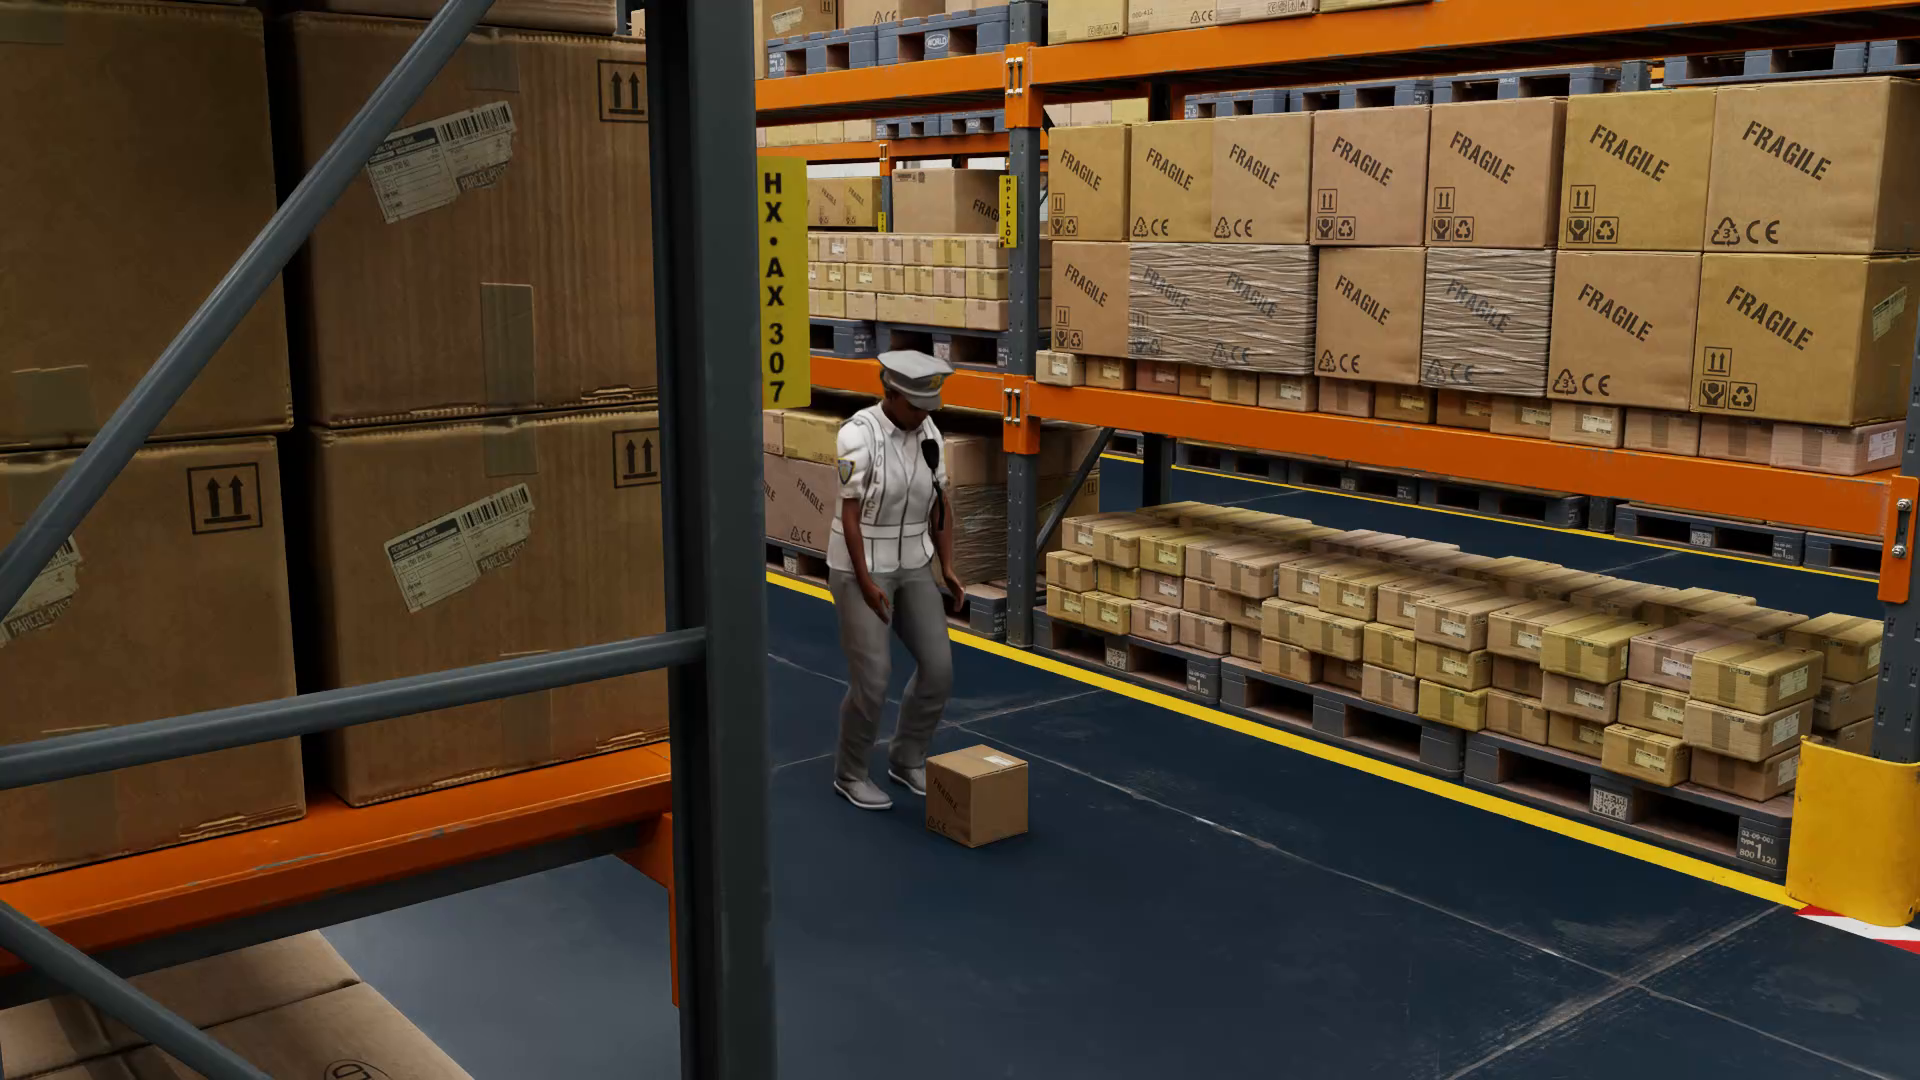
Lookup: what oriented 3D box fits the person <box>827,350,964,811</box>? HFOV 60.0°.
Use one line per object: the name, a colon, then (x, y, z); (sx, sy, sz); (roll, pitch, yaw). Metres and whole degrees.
person: (-0.221, 0.134, 5.909); (0.461, 1.615, 0.460); (-8, 14, -36)
